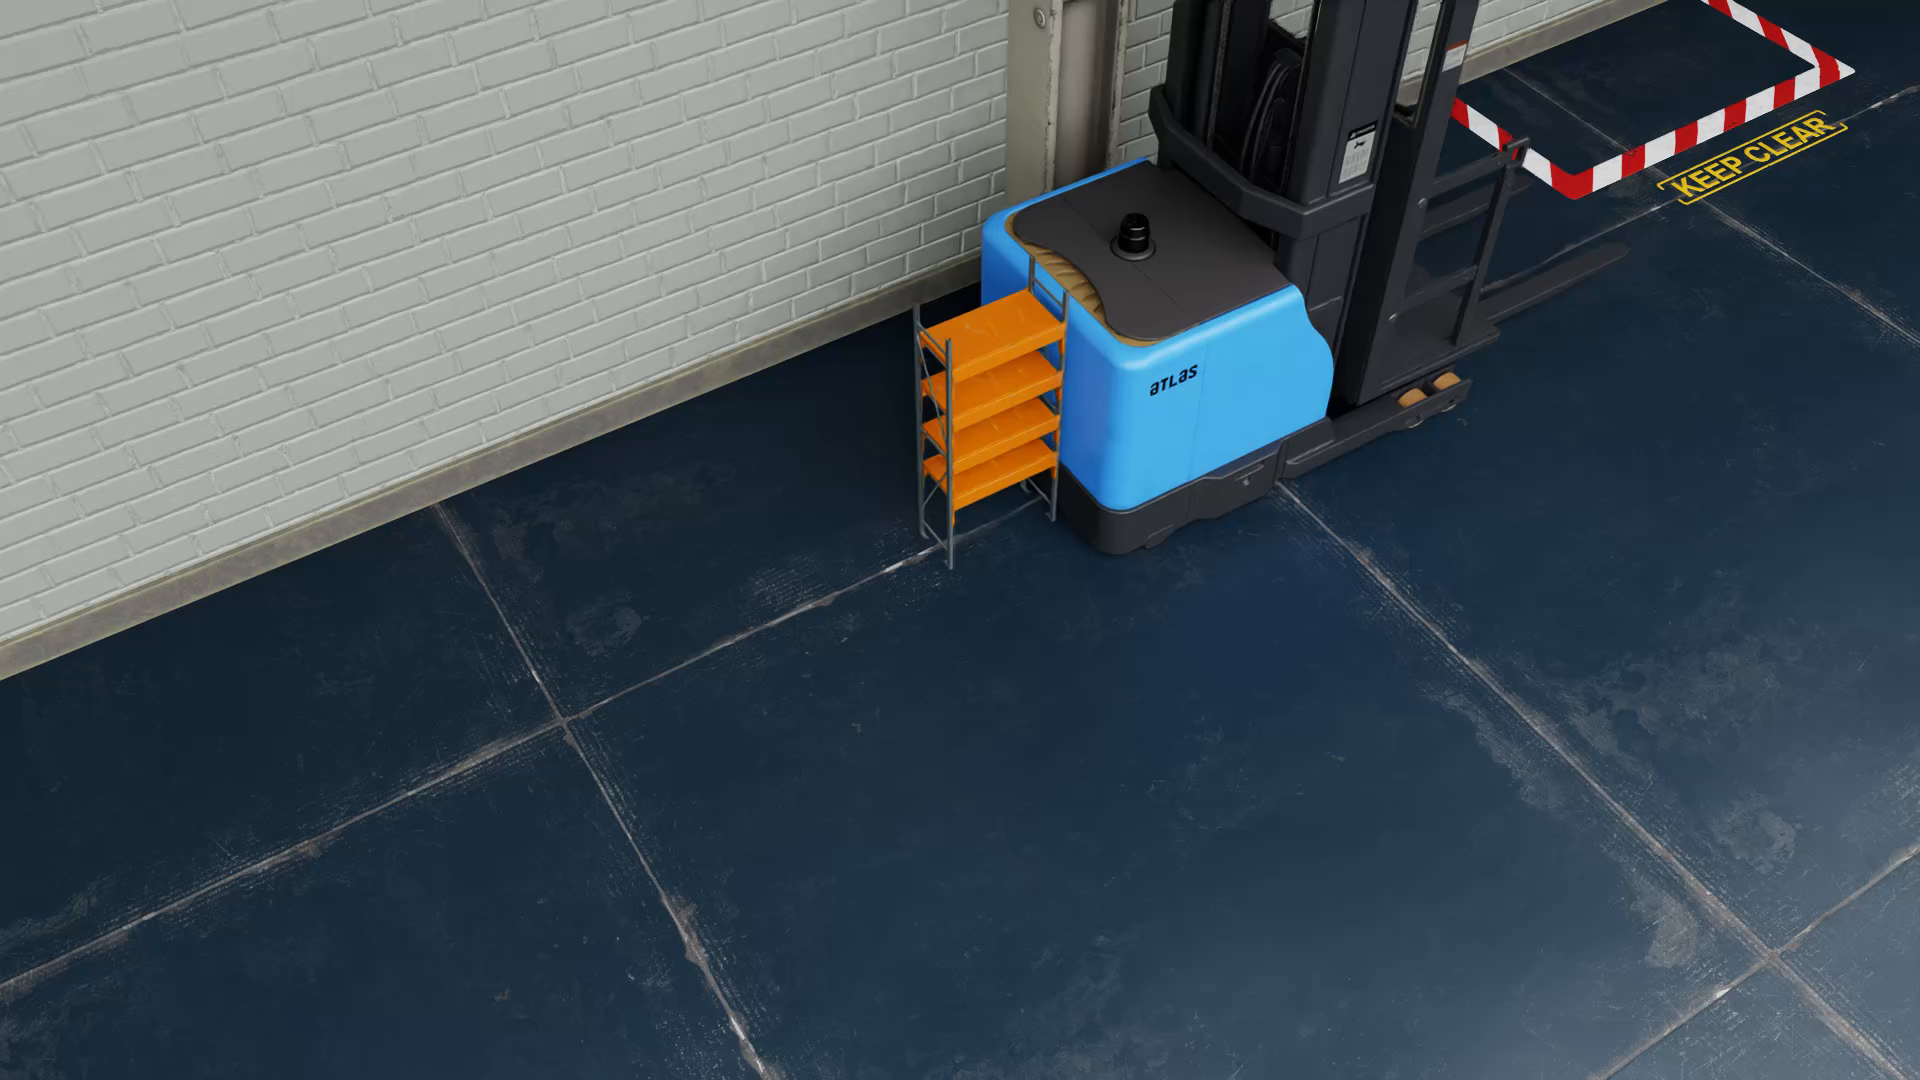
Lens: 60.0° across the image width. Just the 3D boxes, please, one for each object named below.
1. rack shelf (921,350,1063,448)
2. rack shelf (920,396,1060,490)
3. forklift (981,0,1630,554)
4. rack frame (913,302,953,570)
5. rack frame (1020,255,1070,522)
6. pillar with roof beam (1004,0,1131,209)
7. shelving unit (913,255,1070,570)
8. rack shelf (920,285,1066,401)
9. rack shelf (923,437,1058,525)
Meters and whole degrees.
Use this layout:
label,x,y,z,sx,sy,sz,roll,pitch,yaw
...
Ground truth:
label,x,y,z,sx,sy,sz,roll,pitch,yaw
rack shelf,0.111,-0.558,6.179,0.480,0.148,0.258,-25,53,-20
rack shelf,0.111,-0.409,6.346,0.480,0.148,0.258,-25,53,-20
forklift,1.593,-1.768,6.307,3.031,2.935,1.130,-25,53,-20
rack frame,-0.096,-0.358,6.210,0.015,1.200,0.240,-25,53,-20
rack frame,0.319,-0.550,6.381,0.015,1.200,0.240,-25,53,-20
pillar with roof beam,2.745,-1.549,2.049,0.400,9.000,9.100,-25,53,-21
shelving unit,0.111,-0.454,6.296,0.503,1.200,0.258,-25,53,-20
rack shelf,0.111,-0.715,6.002,0.480,0.148,0.258,-25,53,-20
rack shelf,0.111,-0.277,6.494,0.480,0.148,0.258,-25,53,-20
